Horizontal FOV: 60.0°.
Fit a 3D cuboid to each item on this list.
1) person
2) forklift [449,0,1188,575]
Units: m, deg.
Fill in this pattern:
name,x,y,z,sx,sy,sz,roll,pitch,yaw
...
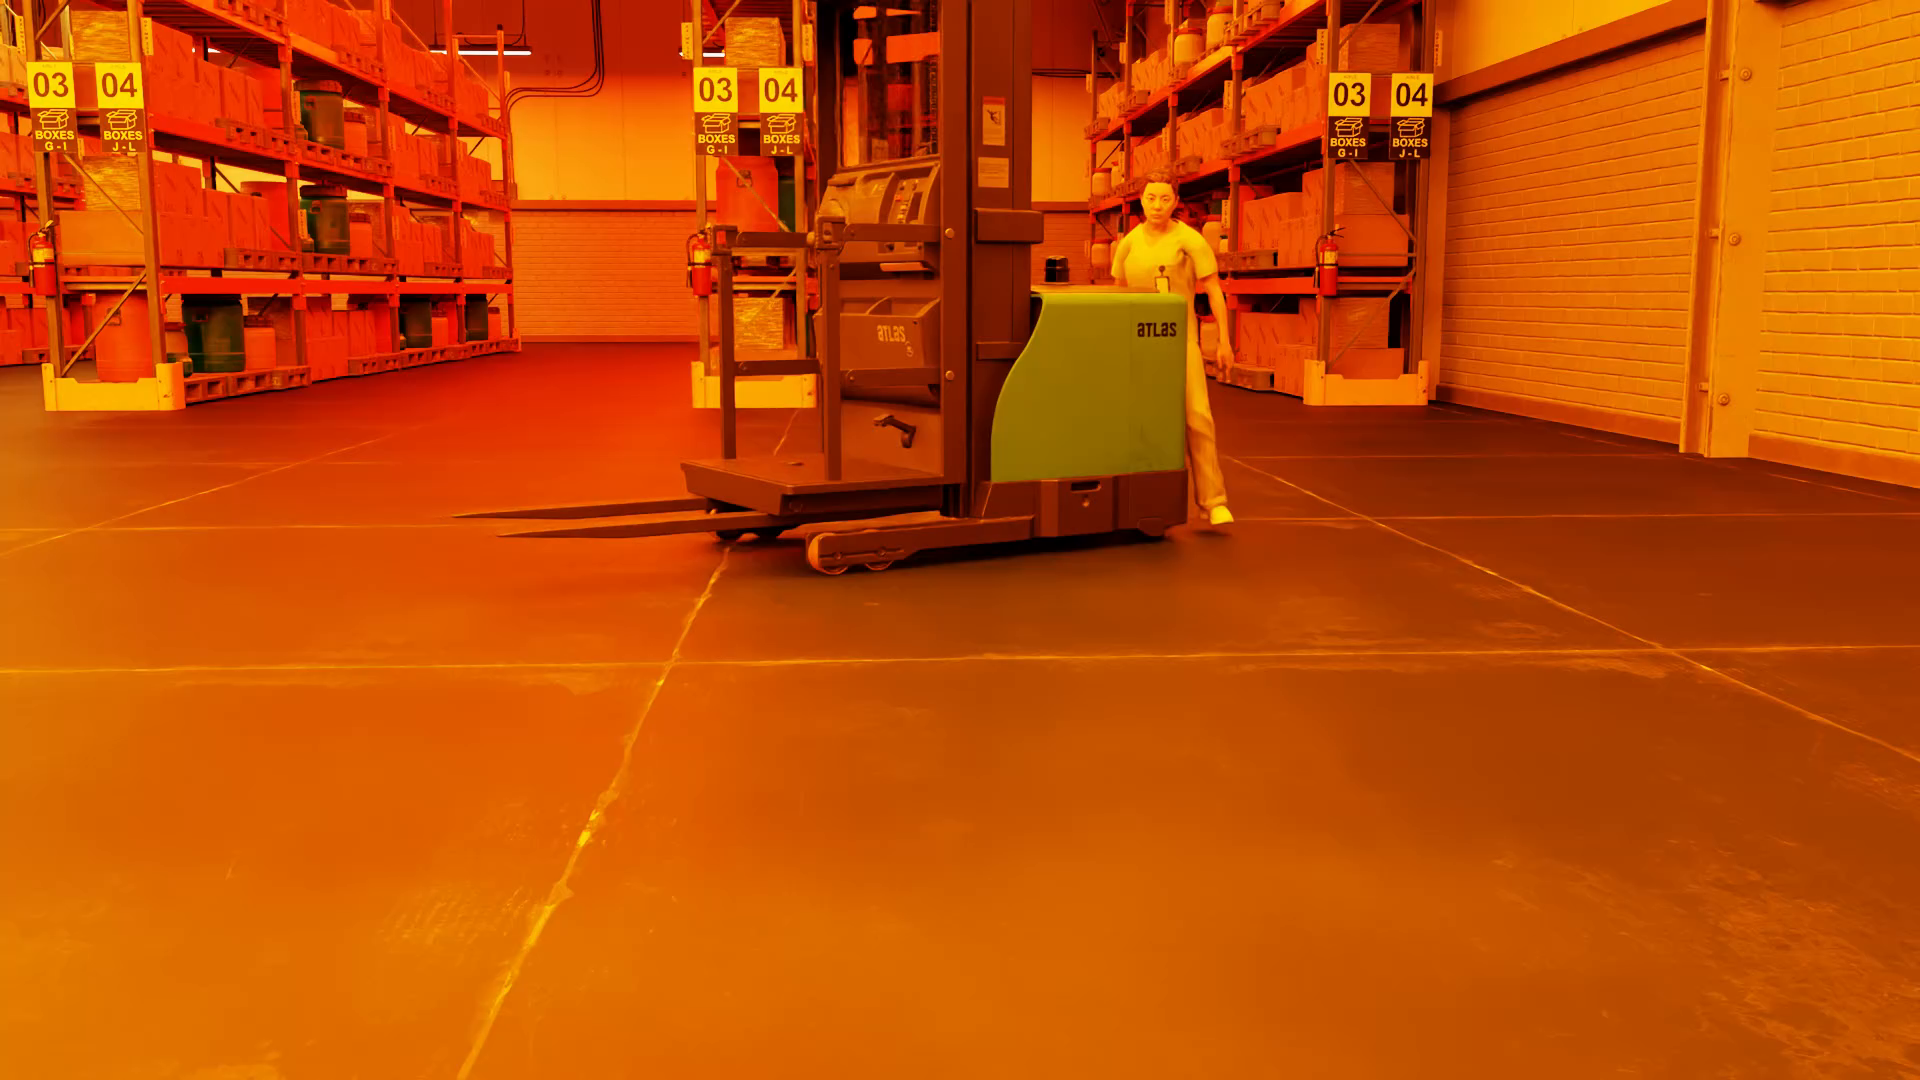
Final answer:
name,x,y,z,sx,sy,sz,roll,pitch,yaw
person,0.961,-0.877,7.644,0.771,1.644,0.386,5,10,31
forklift,-0.521,-1.403,6.779,3.031,2.935,1.130,-5,10,-31
